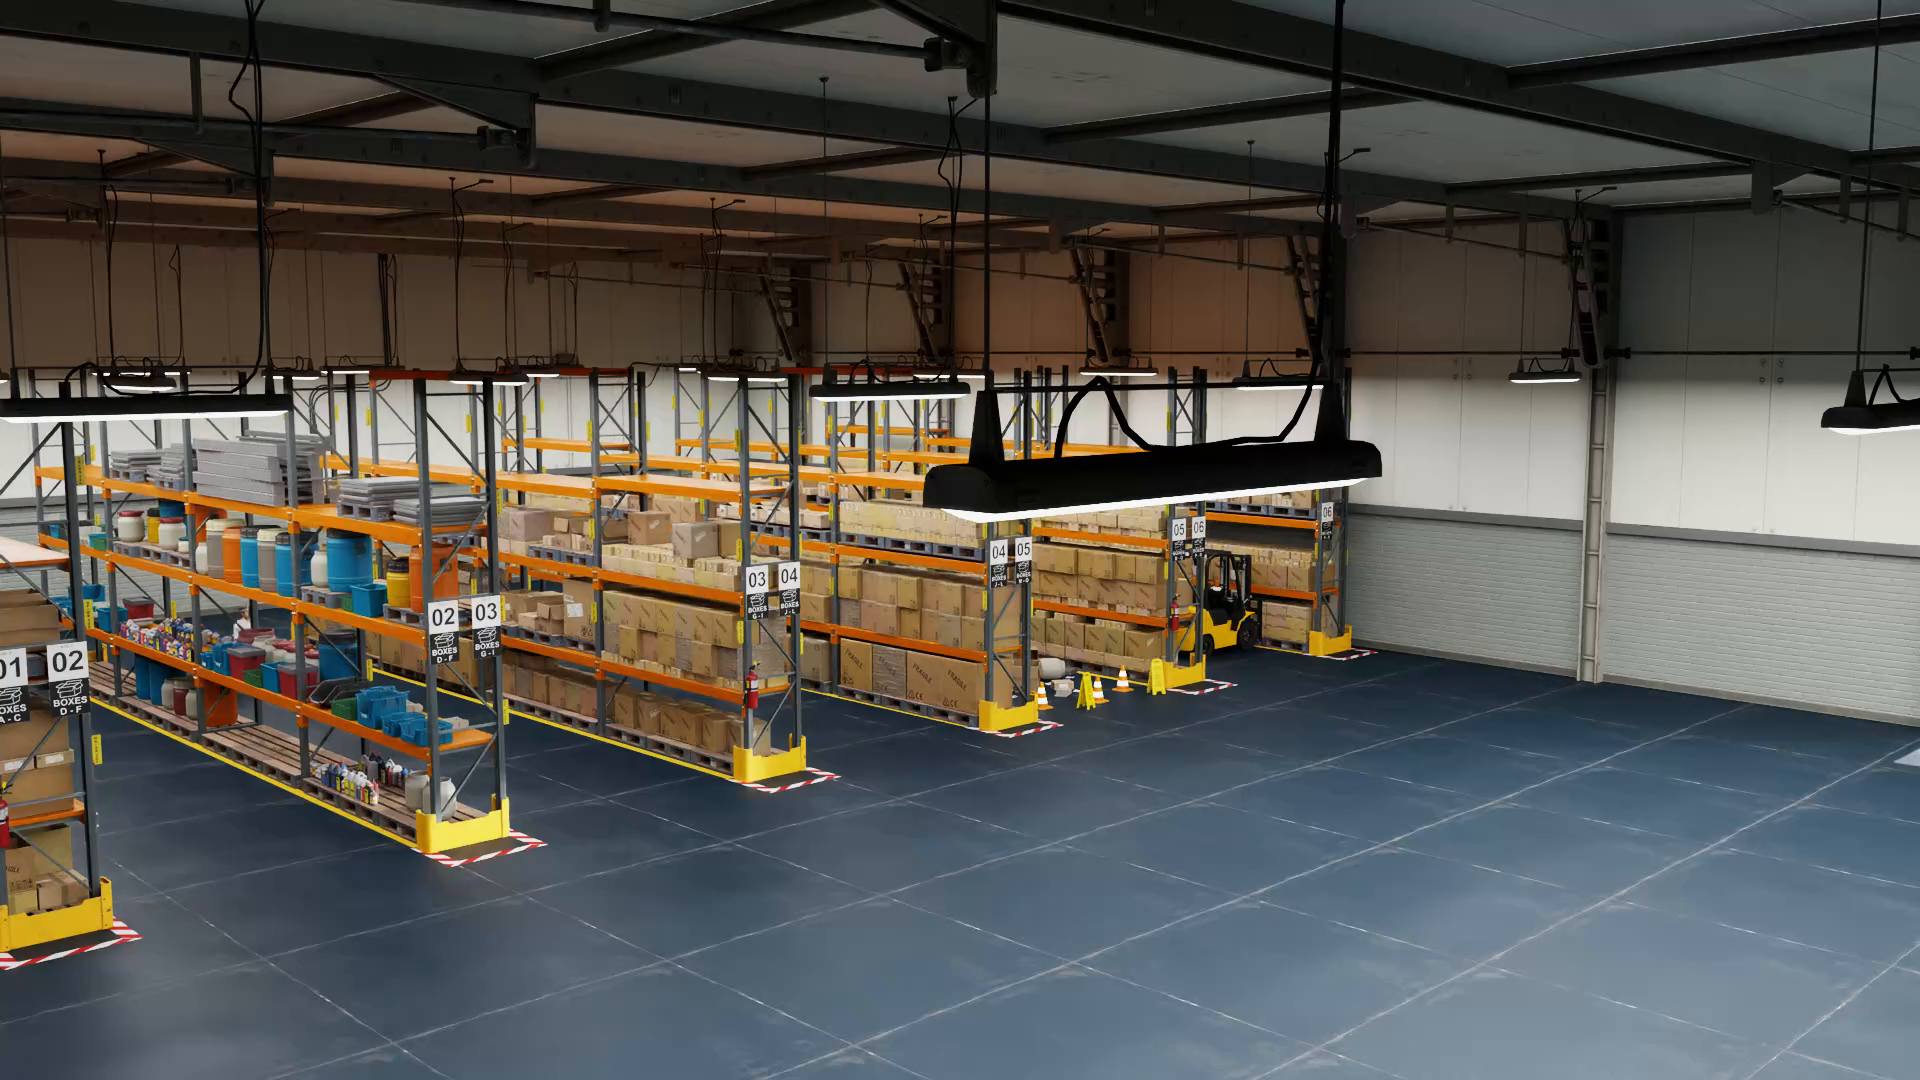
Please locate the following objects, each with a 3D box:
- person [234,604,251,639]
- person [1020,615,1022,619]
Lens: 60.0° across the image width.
[{"bbox_3d":[-13.151,2.037,30.642,0.832,1.744,0.551,5,8,36],"label":"person"},{"bbox_3d":[1.195,1.257,37.714,0.861,1.633,0.623,6,9,43],"label":"person"}]
